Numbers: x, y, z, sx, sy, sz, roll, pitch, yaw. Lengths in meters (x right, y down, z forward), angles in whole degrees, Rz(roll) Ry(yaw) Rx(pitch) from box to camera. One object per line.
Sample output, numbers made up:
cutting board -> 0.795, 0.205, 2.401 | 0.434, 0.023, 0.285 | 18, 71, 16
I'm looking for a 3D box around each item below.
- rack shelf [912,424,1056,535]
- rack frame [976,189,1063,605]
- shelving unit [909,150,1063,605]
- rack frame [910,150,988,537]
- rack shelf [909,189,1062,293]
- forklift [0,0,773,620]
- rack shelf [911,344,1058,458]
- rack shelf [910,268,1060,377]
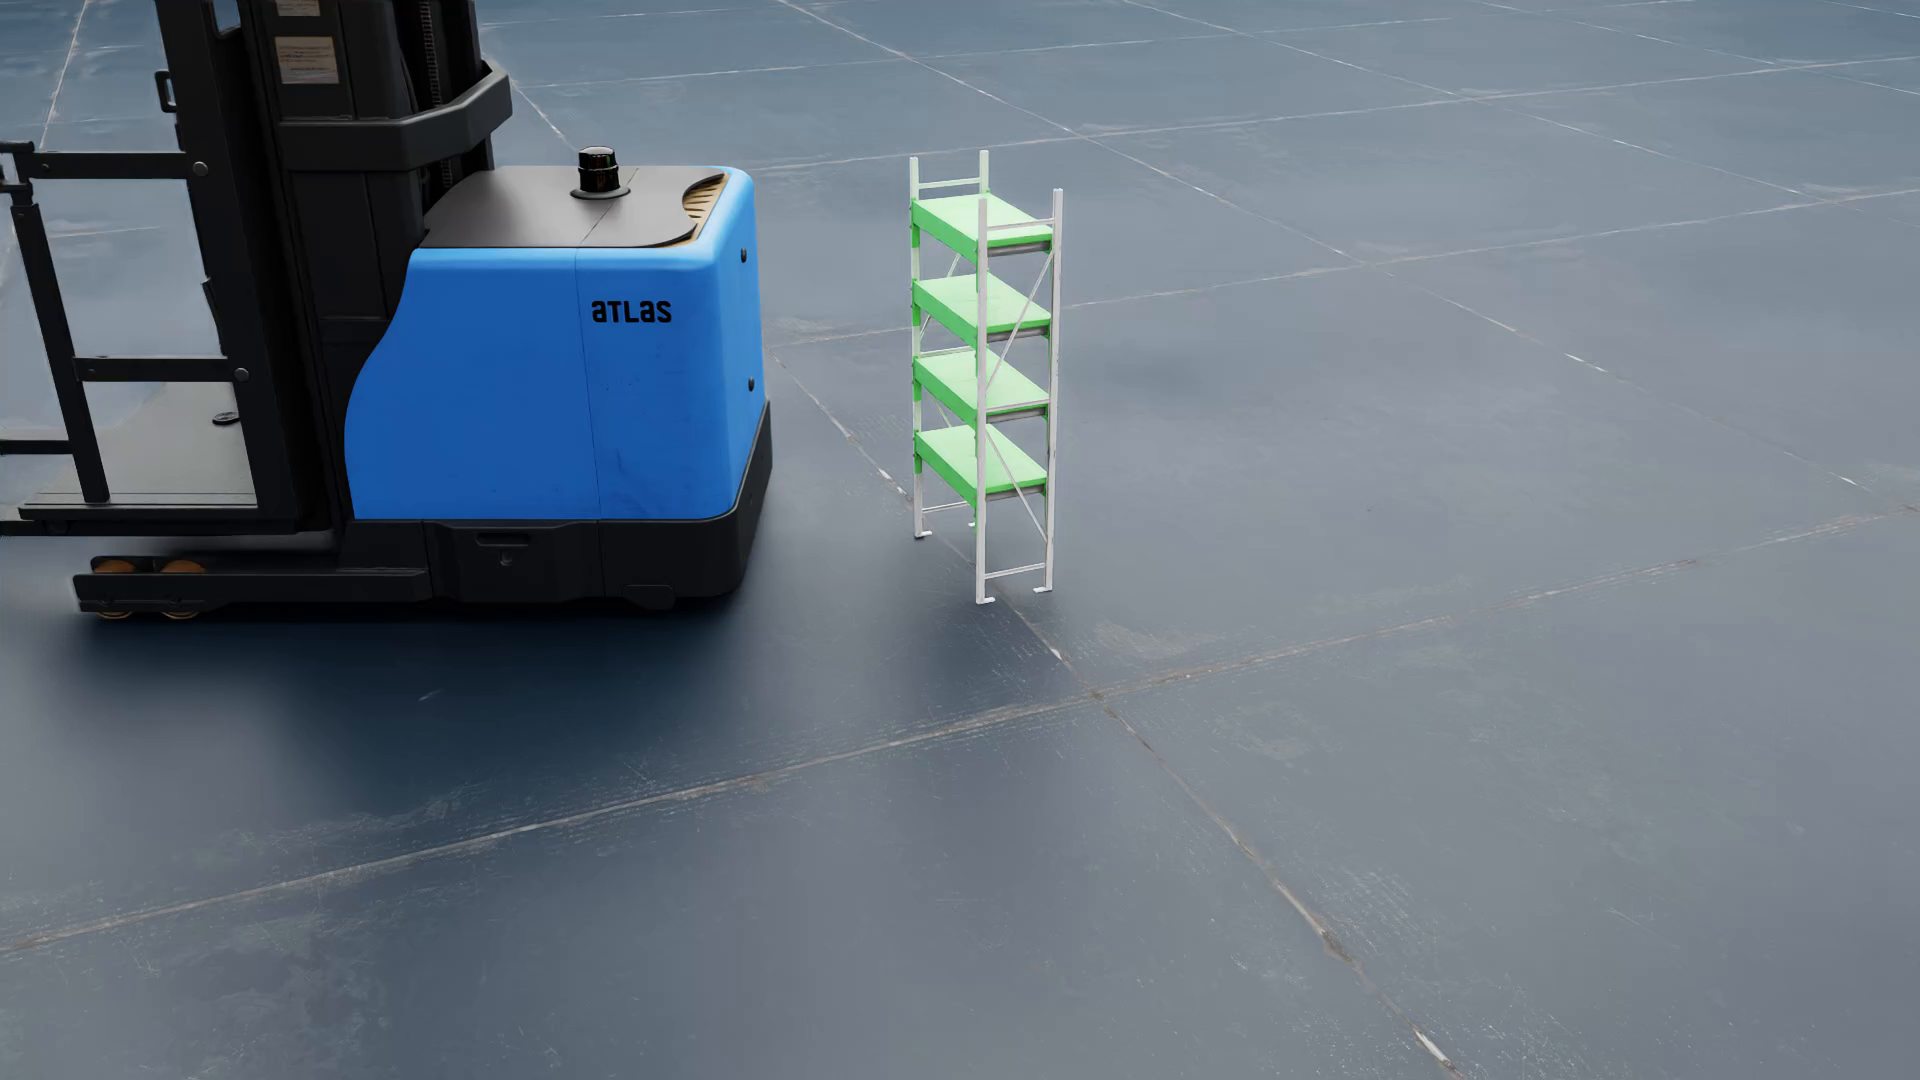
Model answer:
rack shelf -> 0.065, -0.199, 4.983 | 0.258, 0.148, 0.480 | -11, 28, -21
rack frame -> 0.160, -0.374, 4.648 | 0.240, 1.200, 0.015 | -11, 28, -21
shelving unit -> 0.065, -0.472, 4.850 | 0.258, 1.200, 0.503 | -11, 28, -21
rack frame -> -0.031, -0.571, 5.052 | 0.240, 1.200, 0.015 | -11, 28, -21
rack shelf -> 0.065, -0.846, 4.667 | 0.258, 0.148, 0.480 | -11, 28, -21
forklift -> -2.147, -1.321, 4.615 | 3.031, 2.935, 1.130 | 0, 26, 0
rack shelf -> 0.065, -0.415, 4.878 | 0.258, 0.148, 0.480 | -11, 28, -21
rack shelf -> 0.065, -0.631, 4.773 | 0.258, 0.148, 0.480 | -11, 28, -21
